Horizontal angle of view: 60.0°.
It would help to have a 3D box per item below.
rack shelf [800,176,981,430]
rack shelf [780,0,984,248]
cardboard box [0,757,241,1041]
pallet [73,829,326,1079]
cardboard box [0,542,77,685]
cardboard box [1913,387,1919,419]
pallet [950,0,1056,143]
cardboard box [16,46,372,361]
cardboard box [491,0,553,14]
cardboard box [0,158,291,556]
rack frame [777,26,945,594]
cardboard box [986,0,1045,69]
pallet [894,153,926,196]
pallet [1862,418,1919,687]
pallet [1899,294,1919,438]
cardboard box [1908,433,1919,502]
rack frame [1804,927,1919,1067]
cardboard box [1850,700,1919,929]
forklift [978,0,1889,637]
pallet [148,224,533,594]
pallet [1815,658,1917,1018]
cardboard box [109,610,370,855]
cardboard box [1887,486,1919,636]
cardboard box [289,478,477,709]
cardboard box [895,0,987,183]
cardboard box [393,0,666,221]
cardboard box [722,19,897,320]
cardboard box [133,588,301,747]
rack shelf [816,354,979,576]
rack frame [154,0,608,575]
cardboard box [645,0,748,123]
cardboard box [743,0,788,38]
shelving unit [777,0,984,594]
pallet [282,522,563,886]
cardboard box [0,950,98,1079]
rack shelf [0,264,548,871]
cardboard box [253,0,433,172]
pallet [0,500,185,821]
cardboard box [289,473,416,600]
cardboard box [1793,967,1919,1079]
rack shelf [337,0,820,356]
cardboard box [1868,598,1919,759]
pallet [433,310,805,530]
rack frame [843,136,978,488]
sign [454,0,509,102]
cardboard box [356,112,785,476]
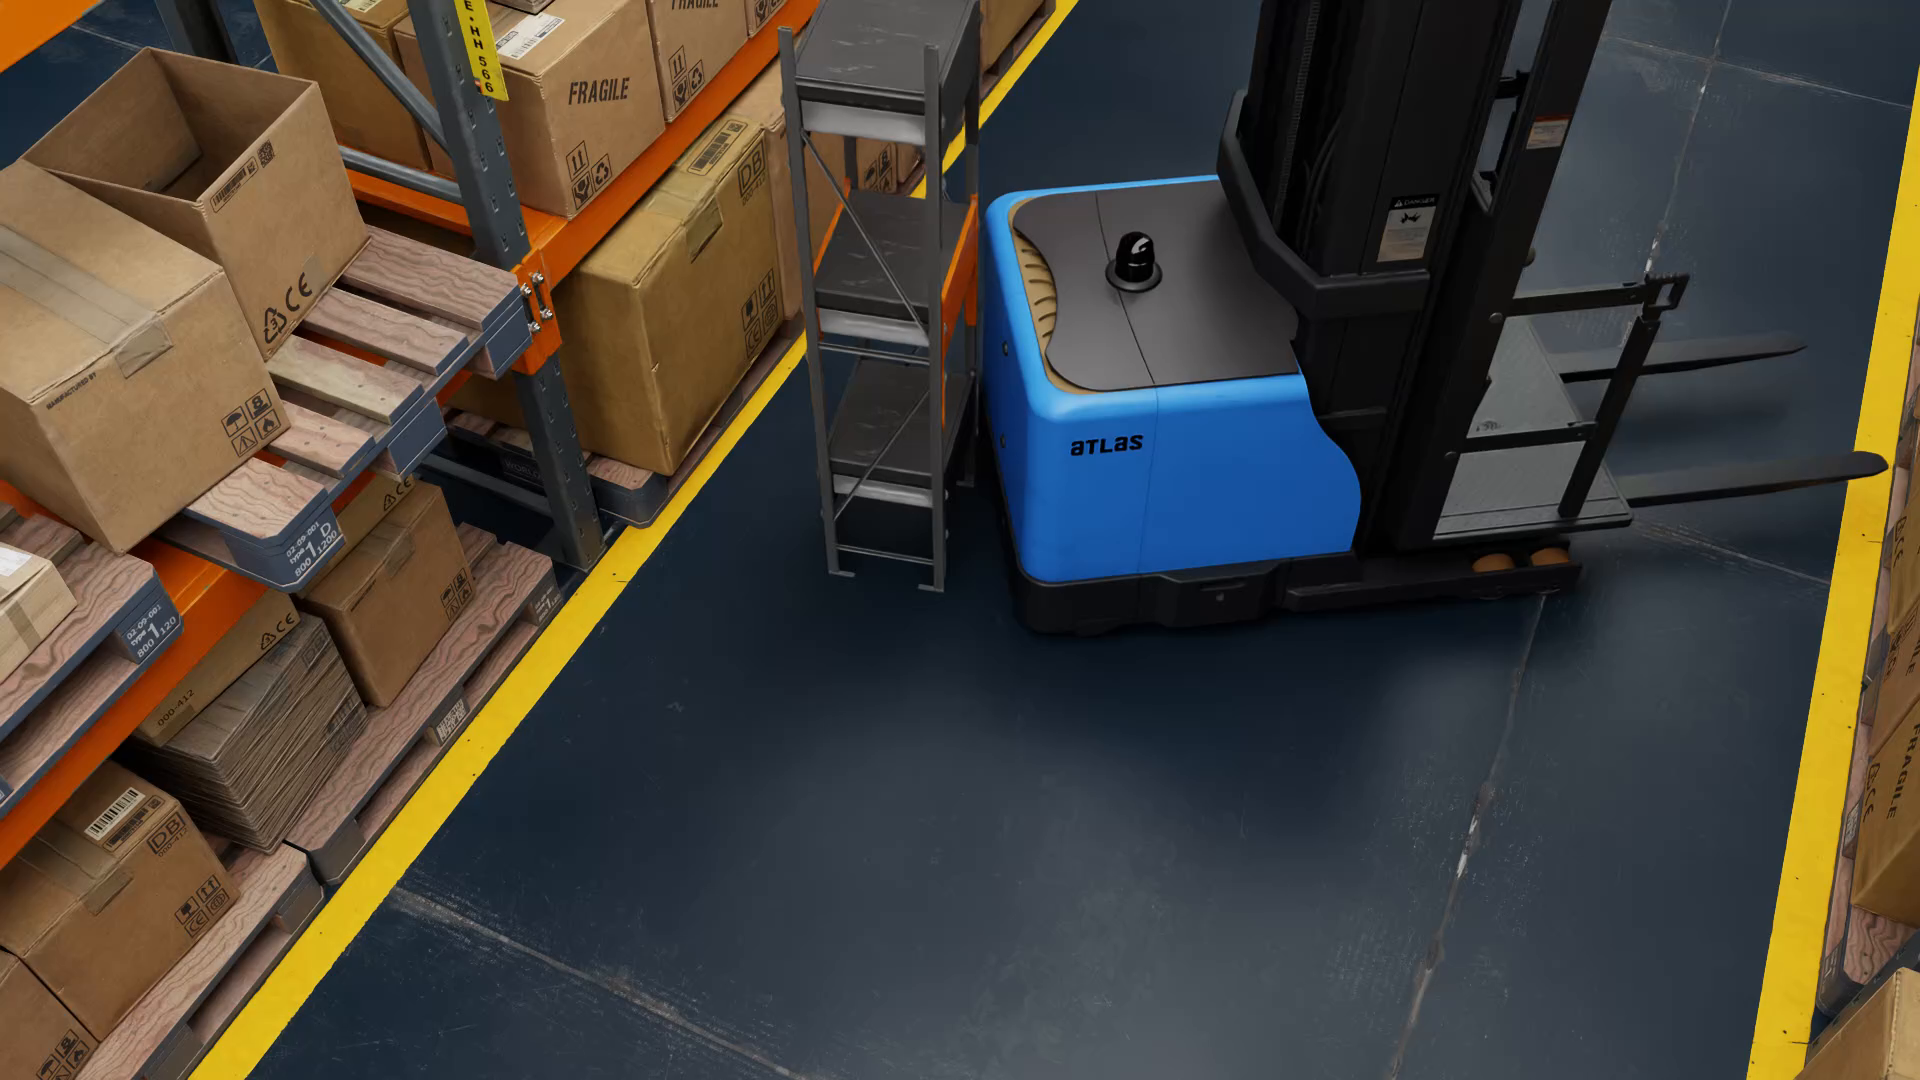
[{"bbox_3d":[-0.197,-0.711,4.994,0.431,0.518,0.480,9,50,8],"label":"rack shelf"},{"bbox_3d":[-0.197,-1.164,4.461,0.431,0.518,0.480,9,50,8],"label":"rack shelf"},{"bbox_3d":[-2.420,0.855,4.405,0.700,0.500,0.500,24,54,19],"label":"cardboard box"},{"bbox_3d":[-2.548,1.219,4.574,1.003,0.211,1.213,20,52,16],"label":"pallet"},{"bbox_3d":[-2.158,0.085,3.521,0.396,0.266,0.258,18,52,15],"label":"cardboard box"},{"bbox_3d":[3.680,-0.669,5.715,0.500,0.500,0.500,22,53,18],"label":"cardboard box"},{"bbox_3d":[-0.243,-2.354,7.614,1.003,0.211,1.213,20,52,16],"label":"pallet"},{"bbox_3d":[-1.885,-0.843,4.156,0.500,0.500,0.500,14,51,12],"label":"cardboard box"},{"bbox_3d":[-1.363,-1.915,4.685,0.797,0.503,0.637,21,53,17],"label":"cardboard box"},{"bbox_3d":[-2.033,-0.426,3.801,0.700,0.500,0.500,27,55,21],"label":"cardboard box"},{"bbox_3d":[-0.248,-0.538,4.829,0.400,2.100,0.015,9,50,8],"label":"rack frame"},{"bbox_3d":[-0.236,-2.814,7.294,1.225,0.875,0.875,20,52,16],"label":"cardboard box"},{"bbox_3d":[-0.763,-1.511,6.897,1.003,0.211,1.213,20,52,16],"label":"pallet"},{"bbox_3d":[3.609,0.153,5.481,1.003,0.211,1.213,20,52,16],"label":"pallet"},{"bbox_3d":[4.129,-0.690,6.198,1.003,0.211,1.213,20,52,16],"label":"pallet"},{"bbox_3d":[3.469,-0.304,5.404,0.500,0.500,0.500,21,53,17],"label":"cardboard box"},{"bbox_3d":[2.751,0.624,3.249,1.000,3.000,0.127,20,52,16],"label":"rack frame"},{"bbox_3d":[2.796,0.760,4.499,0.500,0.500,0.500,20,52,16],"label":"cardboard box"},{"bbox_3d":[1.625,-1.146,4.800,3.031,2.935,1.130,-6,50,-5],"label":"forklift"},{"bbox_3d":[-1.898,-0.471,4.308,1.213,0.211,1.003,20,52,16],"label":"pallet"},{"bbox_3d":[3.087,0.990,4.769,1.003,0.211,1.213,20,52,16],"label":"pallet"},{"bbox_3d":[-2.184,0.462,4.739,0.700,0.500,0.500,16,51,13],"label":"cardboard box"},{"bbox_3d":[3.233,0.034,5.117,0.500,0.500,0.500,18,52,14],"label":"cardboard box"},{"bbox_3d":[-1.958,0.076,5.068,0.700,0.500,0.500,17,52,14],"label":"cardboard box"},{"bbox_3d":[-0.617,-2.198,6.770,1.225,0.875,0.875,18,52,15],"label":"cardboard box"},{"bbox_3d":[-1.236,-1.338,4.853,0.500,0.500,0.500,21,53,17],"label":"cardboard box"},{"bbox_3d":[-0.989,-1.586,6.250,1.225,0.875,0.875,20,52,16],"label":"cardboard box"},{"bbox_3d":[-2.167,0.205,4.466,0.500,0.250,0.500,25,54,20],"label":"cardboard box"},{"bbox_3d":[-0.197,-0.257,5.527,0.431,0.518,0.480,9,50,8],"label":"rack shelf"},{"bbox_3d":[-1.690,-1.059,4.682,1.000,3.000,0.127,20,52,16],"label":"rack frame"},{"bbox_3d":[-1.018,-1.693,5.156,0.500,0.500,0.500,19,52,15],"label":"cardboard box"},{"bbox_3d":[-0.802,-2.047,5.457,0.500,0.500,0.500,19,52,15],"label":"cardboard box"},{"bbox_3d":[-0.197,-0.720,4.984,0.431,2.100,0.503,9,50,8],"label":"shelving unit"},{"bbox_3d":[-2.025,0.382,5.286,1.003,0.211,1.213,20,52,16],"label":"pallet"},{"bbox_3d":[-2.658,1.239,4.078,0.700,0.500,0.500,16,51,13],"label":"cardboard box"},{"bbox_3d":[-2.544,0.551,3.784,1.077,0.370,4.000,20,52,16],"label":"rack shelf"},{"bbox_3d":[-1.703,-1.512,5.001,0.500,0.500,0.500,21,53,17],"label":"cardboard box"},{"bbox_3d":[-2.499,0.380,3.583,1.003,0.211,1.213,20,52,16],"label":"pallet"},{"bbox_3d":[-1.949,-0.163,4.780,0.500,0.250,0.500,22,53,18],"label":"cardboard box"},{"bbox_3d":[2.410,1.607,3.614,1.050,0.750,0.750,19,52,16],"label":"cardboard box"},{"bbox_3d":[-0.836,-2.203,6.127,1.077,0.370,4.000,20,52,16],"label":"rack shelf"},{"bbox_3d":[3.021,0.404,4.802,0.500,0.500,0.500,22,53,18],"label":"cardboard box"},{"bbox_3d":[-1.285,-0.674,6.185,1.003,0.211,1.213,20,52,16],"label":"pallet"},{"bbox_3d":[-0.145,-0.901,5.138,0.400,2.100,0.015,9,50,8],"label":"rack frame"},{"bbox_3d":[-1.195,-1.239,4.126,0.100,0.325,0.005,20,52,16],"label":"sign"},{"bbox_3d":[-1.376,-0.975,5.729,1.225,0.875,0.875,18,52,14],"label":"cardboard box"}]
